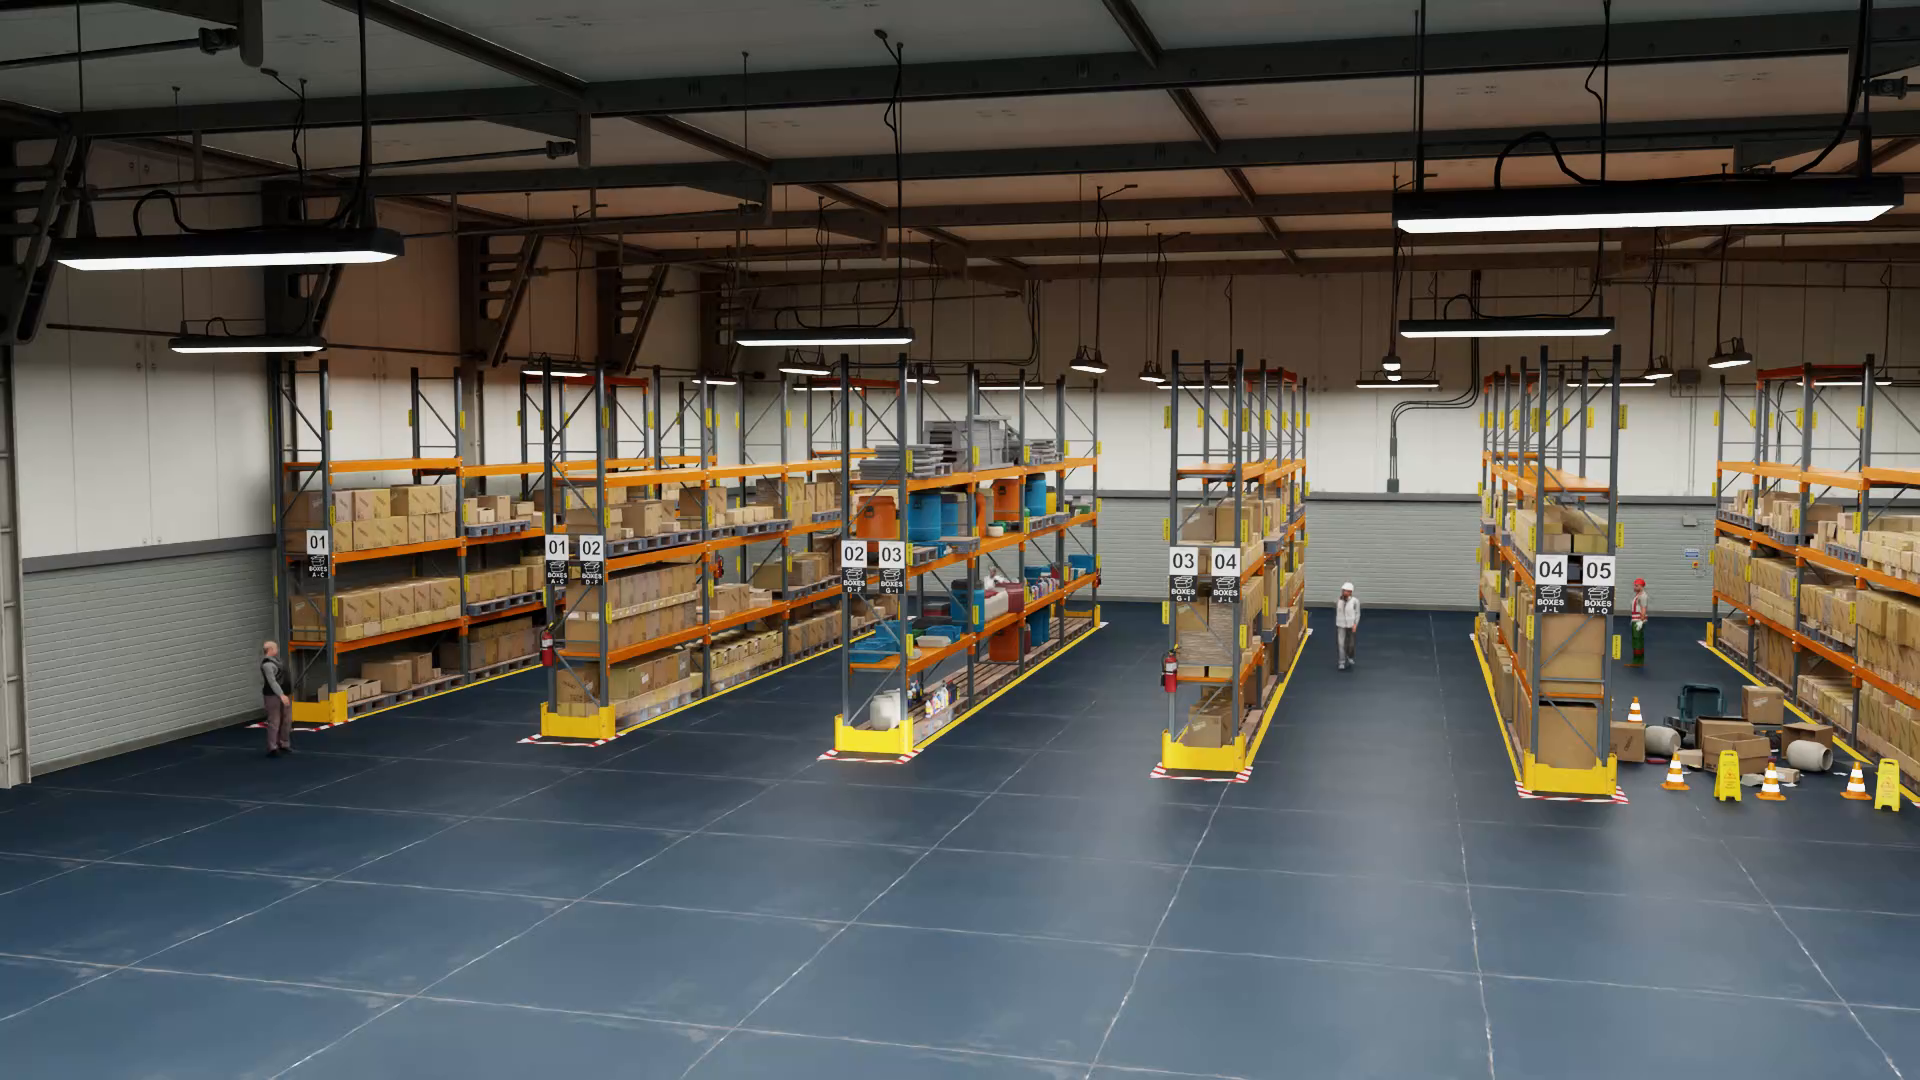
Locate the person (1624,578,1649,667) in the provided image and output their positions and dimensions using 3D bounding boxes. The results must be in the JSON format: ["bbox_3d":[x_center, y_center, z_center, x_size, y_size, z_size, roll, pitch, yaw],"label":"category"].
[{"bbox_3d":[13.800,1.680,33.875,0.430,1.793,0.606,2,5,28],"label":"person"}]

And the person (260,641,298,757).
[{"bbox_3d":[-10.167,2.375,24.835,0.617,1.748,0.571,1,4,13],"label":"person"}]

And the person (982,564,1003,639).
[{"bbox_3d":[0.757,1.402,38.065,0.615,1.711,0.998,3,5,38],"label":"person"}]

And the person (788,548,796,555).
[{"bbox_3d":[-4.409,1.017,43.898,0.979,1.634,0.569,0,4,6],"label":"person"}]

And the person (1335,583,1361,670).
[{"bbox_3d":[7.816,1.730,33.514,0.492,1.732,1.018,1,4,13],"label":"person"}]
